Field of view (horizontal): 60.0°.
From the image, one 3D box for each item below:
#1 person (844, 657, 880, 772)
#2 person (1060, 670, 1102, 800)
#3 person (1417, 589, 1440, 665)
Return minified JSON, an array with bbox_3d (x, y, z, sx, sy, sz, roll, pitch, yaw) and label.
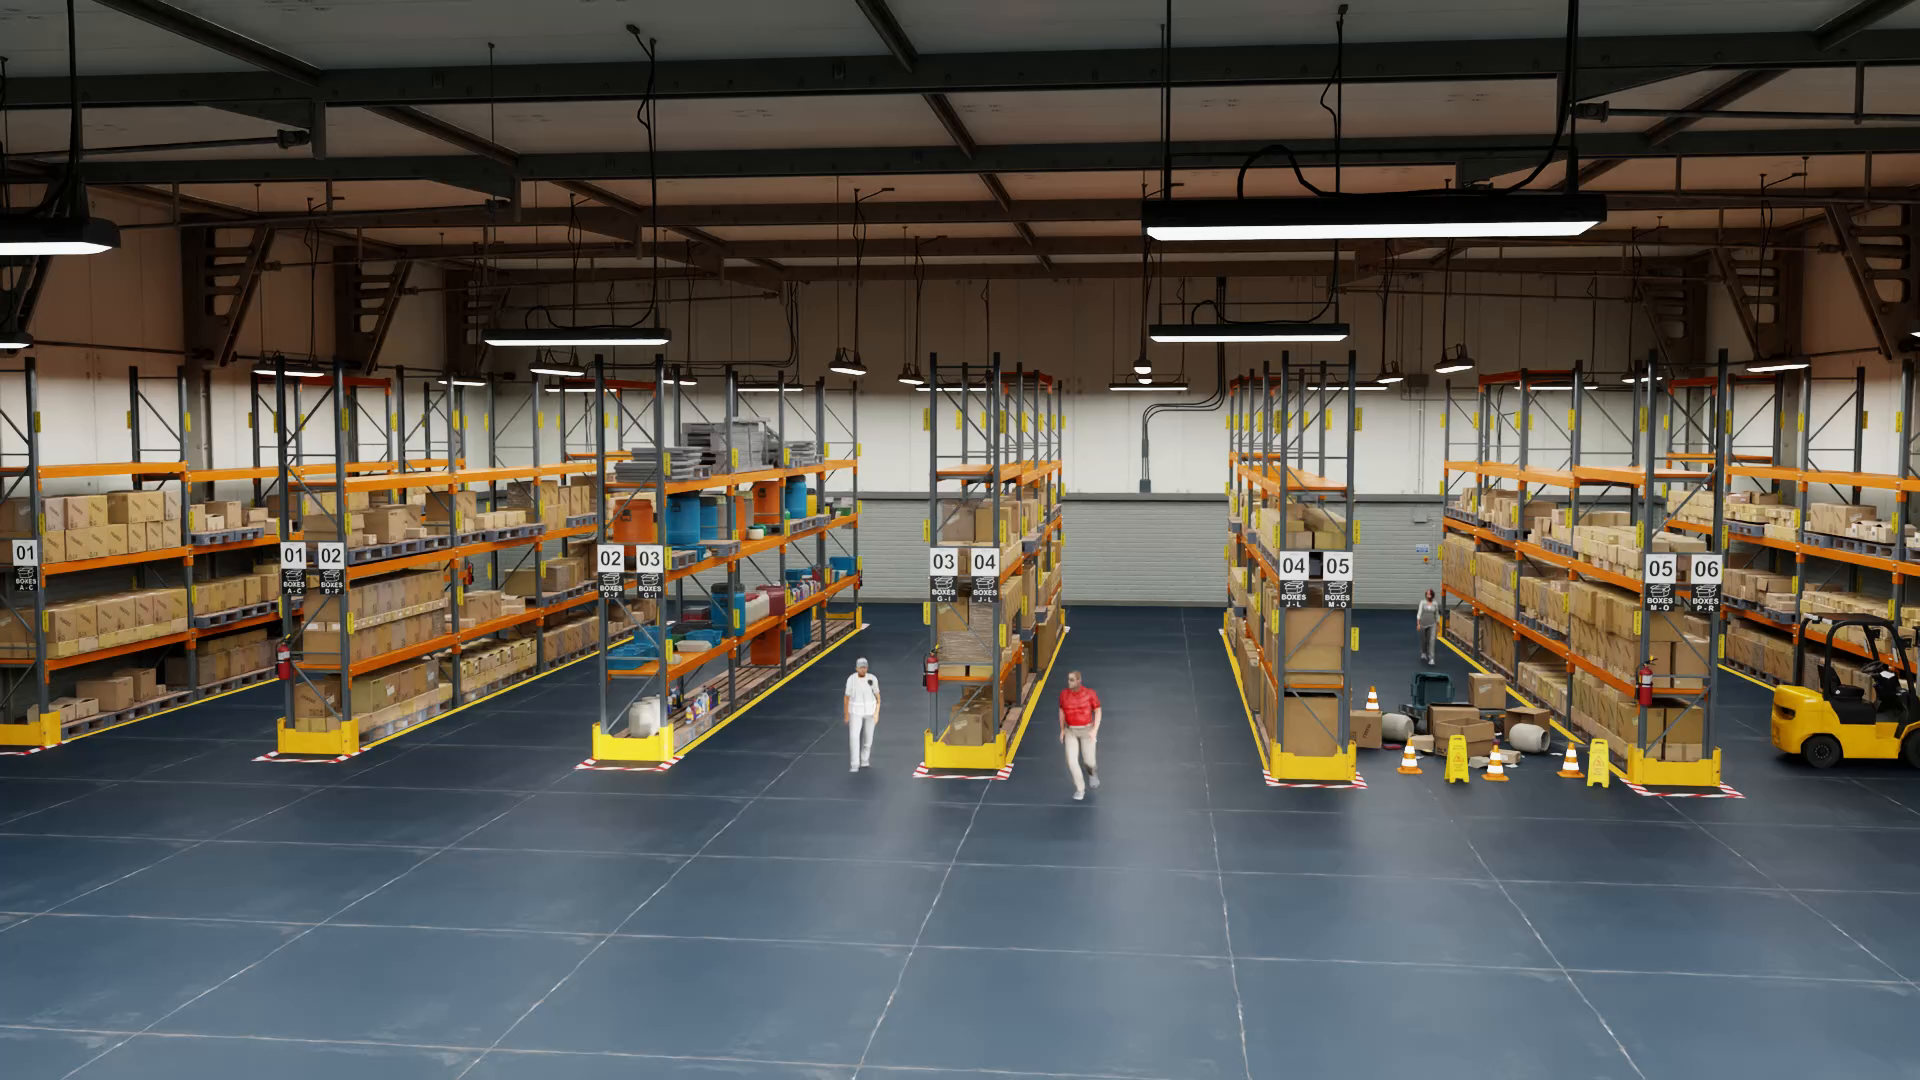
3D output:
[{"bbox_3d":[-1.397,2.493,23.771,0.539,1.613,0.978,-1,4,-15],"label":"person"},{"bbox_3d":[1.616,2.586,22.313,0.597,1.701,0.625,1,4,17],"label":"person"},{"bbox_3d":[9.725,1.778,34.521,0.482,1.536,0.994,1,4,12],"label":"person"}]
